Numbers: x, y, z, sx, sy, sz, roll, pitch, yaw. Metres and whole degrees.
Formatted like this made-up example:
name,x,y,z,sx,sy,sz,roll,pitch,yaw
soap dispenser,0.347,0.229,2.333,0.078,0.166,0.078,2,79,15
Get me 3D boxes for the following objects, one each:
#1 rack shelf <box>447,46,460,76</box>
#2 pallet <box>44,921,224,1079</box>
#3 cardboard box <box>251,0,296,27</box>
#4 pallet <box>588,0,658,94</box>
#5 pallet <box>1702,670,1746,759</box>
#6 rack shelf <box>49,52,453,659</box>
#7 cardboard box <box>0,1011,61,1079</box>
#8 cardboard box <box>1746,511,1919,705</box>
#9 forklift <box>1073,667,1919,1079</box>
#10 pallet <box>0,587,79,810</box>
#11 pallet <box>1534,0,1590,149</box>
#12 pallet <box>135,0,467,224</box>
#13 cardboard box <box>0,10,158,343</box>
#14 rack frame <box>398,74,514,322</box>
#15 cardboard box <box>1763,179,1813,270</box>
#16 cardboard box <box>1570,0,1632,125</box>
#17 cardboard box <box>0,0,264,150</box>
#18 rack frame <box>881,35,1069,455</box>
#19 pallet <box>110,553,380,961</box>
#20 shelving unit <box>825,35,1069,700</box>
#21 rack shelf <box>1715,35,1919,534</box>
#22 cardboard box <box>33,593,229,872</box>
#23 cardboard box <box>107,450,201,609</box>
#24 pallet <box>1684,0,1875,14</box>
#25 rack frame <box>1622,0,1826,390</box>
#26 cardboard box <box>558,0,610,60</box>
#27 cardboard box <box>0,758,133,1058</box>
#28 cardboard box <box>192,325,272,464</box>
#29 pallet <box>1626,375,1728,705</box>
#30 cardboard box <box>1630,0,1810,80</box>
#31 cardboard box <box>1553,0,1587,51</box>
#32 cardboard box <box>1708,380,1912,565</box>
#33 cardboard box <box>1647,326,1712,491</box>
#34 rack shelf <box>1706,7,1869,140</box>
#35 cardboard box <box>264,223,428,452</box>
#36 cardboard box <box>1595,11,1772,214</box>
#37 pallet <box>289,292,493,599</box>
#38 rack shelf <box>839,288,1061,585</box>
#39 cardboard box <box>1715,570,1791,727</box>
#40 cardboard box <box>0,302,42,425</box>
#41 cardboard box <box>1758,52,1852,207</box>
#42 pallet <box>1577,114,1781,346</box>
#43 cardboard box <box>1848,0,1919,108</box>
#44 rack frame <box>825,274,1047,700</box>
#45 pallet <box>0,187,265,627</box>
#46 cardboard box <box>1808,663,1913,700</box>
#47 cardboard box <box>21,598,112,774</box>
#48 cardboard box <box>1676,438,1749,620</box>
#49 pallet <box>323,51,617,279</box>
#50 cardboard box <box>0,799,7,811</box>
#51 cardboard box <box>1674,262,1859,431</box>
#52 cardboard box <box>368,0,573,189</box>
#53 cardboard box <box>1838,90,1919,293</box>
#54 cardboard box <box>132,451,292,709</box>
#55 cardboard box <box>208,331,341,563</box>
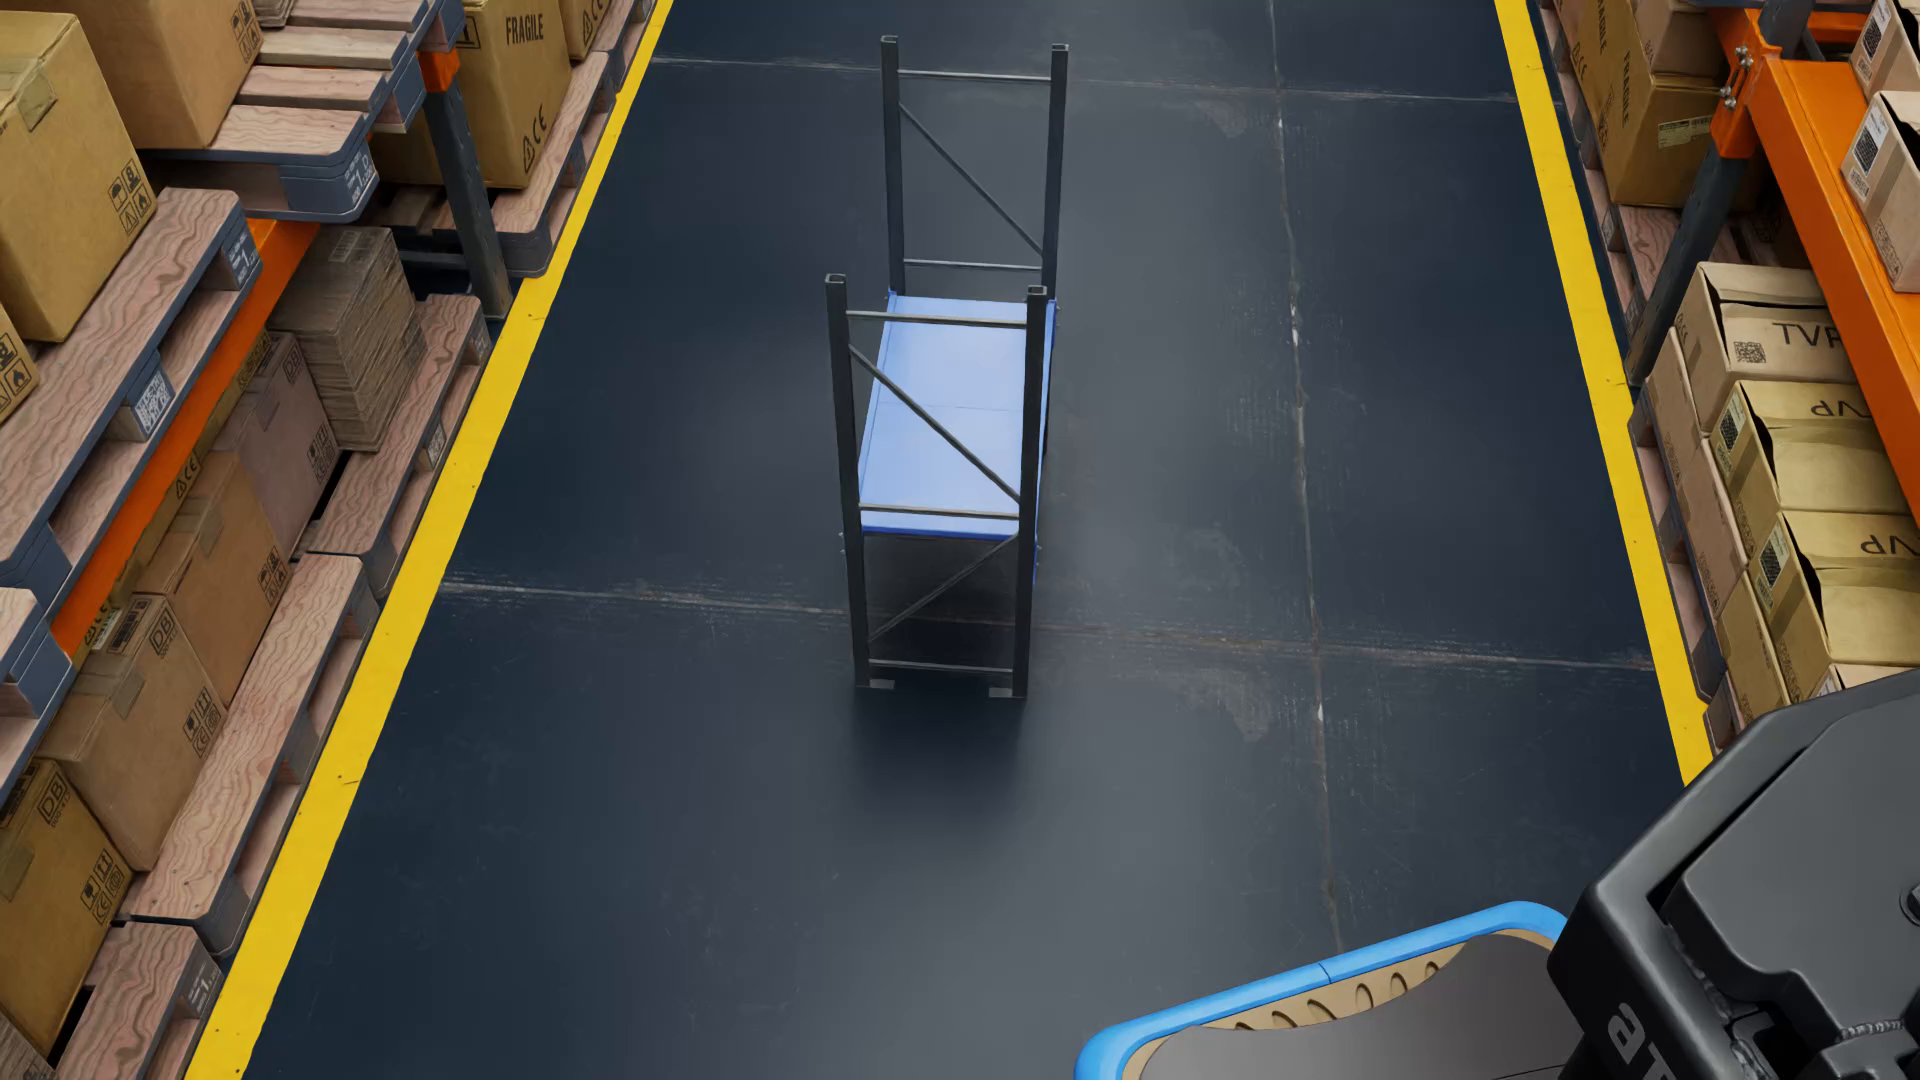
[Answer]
name,x,y,z,sx,sy,sz,roll,pitch,yaw
rack shelf,-1.944,-3.103,6.543,1.077,0.370,4.000,4,48,4
pallet,-2.421,1.432,3.797,1.003,0.211,1.213,4,48,4
cardboard box,-2.159,-1.712,4.417,0.700,0.500,0.500,-1,48,-1
pallet,-1.866,-2.403,7.305,1.003,0.211,1.213,4,48,4
pallet,2.580,0.892,4.291,1.003,0.211,1.213,4,48,4
rack shelf,-2.308,-0.164,3.854,1.077,0.370,4.000,4,48,4
cardboard box,-2.440,1.216,3.501,0.700,0.500,0.500,5,48,5
cardboard box,2.379,0.178,4.254,0.500,0.311,0.500,3,48,2
forklift,1.129,1.557,1.840,1.130,2.935,3.031,-14,49,-12
pallet,-2.276,0.576,2.820,1.003,0.211,1.213,4,48,4
pallet,3.027,-2.045,6.977,1.003,0.211,1.213,4,48,4
pallet,-2.085,-1.281,4.518,1.213,0.211,1.003,4,48,4
cardboard box,-2.250,-0.795,3.579,0.700,0.500,0.500,4,48,4
rack frame,-2.126,-1.876,4.933,1.000,3.000,0.127,4,48,4
cardboard box,3.133,-1.166,5.679,0.500,0.500,0.500,6,48,5
cardboard box,2.706,-1.934,6.382,0.500,0.500,0.500,2,48,2
cardboard box,-2.183,-1.300,4.040,0.700,0.500,0.500,0,48,0
rack frame,0.039,-0.817,4.981,0.500,1.500,0.032,4,48,4
pallet,-2.313,0.533,4.619,1.003,0.211,1.213,4,48,4
shelving unit,-0.008,-0.443,4.639,0.538,1.500,1.048,4,48,4
rack shelf,2.625,0.167,3.552,1.077,0.370,4.000,4,48,4
cardboard box,-2.356,0.461,4.191,0.700,0.500,0.500,4,48,4
cardboard box,-2.296,-0.109,4.204,0.500,0.250,0.500,4,48,3
pallet,2.799,-1.984,5.162,1.213,0.211,1.003,4,48,4
rack frame,2.807,-1.546,4.631,1.000,3.000,0.127,4,48,4
cardboard box,-1.842,-2.467,6.646,0.750,0.750,0.750,4,48,3
cardboard box,-2.443,0.833,3.851,0.700,0.500,0.500,3,48,3
cardboard box,-2.254,-0.487,4.550,0.500,0.250,0.500,5,48,4
pallet,2.693,-0.002,5.109,1.003,0.211,1.213,4,48,4
cardboard box,2.660,-1.848,5.795,0.500,0.250,0.500,6,48,5
cardboard box,2.748,-2.320,6.735,0.500,0.500,0.500,2,48,2
cardboard box,2.428,-0.197,4.596,0.500,0.311,0.500,3,48,3
cardboard box,2.467,-0.394,5.157,0.500,0.250,0.500,4,48,3
rack shelf,2.989,-2.773,6.241,1.077,0.370,4.000,4,48,4
cardboard box,-2.140,-0.648,5.206,0.700,0.500,0.500,4,48,4
cardboard box,2.659,-1.554,6.034,0.500,0.500,0.500,6,48,5
pallet,-2.199,-0.361,5.437,1.003,0.211,1.213,4,48,4
rack shelf,-0.008,-0.322,4.772,0.538,0.185,1.000,4,48,4
cardboard box,2.381,0.357,4.469,0.500,0.250,0.500,3,48,2
cardboard box,-2.323,-0.387,3.205,0.700,0.500,0.500,10,48,9
cardboard box,3.175,-1.551,6.032,0.500,0.500,0.500,2,48,2
pallet,2.913,-1.151,6.159,1.003,0.211,1.213,4,48,4
cardboard box,2.731,-1.251,4.422,0.500,0.311,0.500,7,48,6
rack frame,-0.054,-0.070,4.298,0.500,1.500,0.032,4,48,4
pallet,-2.266,-0.354,3.671,1.003,0.211,1.213,4,48,4
cardboard box,2.333,0.555,3.908,0.500,0.311,0.500,3,48,3
cardboard box,-2.360,0.257,3.870,0.500,0.250,0.500,3,48,2
cardboard box,2.422,-0.025,4.819,0.500,0.250,0.500,3,48,2
pallet,-1.979,-1.509,6.487,1.003,0.211,1.213,4,48,4
cardboard box,-2.404,0.639,3.520,0.500,0.250,0.500,3,48,3
cardboard box,2.467,-0.584,4.950,0.500,0.311,0.500,5,48,5
cardboard box,-1.929,-1.824,6.058,0.750,0.750,0.750,3,48,3
cardboard box,2.533,-0.872,4.075,0.500,0.311,0.500,3,48,3
cardboard box,-2.320,0.089,4.531,0.700,0.500,0.500,4,48,3
cardboard box,-2.303,-0.278,4.867,0.700,0.500,0.500,4,48,3
